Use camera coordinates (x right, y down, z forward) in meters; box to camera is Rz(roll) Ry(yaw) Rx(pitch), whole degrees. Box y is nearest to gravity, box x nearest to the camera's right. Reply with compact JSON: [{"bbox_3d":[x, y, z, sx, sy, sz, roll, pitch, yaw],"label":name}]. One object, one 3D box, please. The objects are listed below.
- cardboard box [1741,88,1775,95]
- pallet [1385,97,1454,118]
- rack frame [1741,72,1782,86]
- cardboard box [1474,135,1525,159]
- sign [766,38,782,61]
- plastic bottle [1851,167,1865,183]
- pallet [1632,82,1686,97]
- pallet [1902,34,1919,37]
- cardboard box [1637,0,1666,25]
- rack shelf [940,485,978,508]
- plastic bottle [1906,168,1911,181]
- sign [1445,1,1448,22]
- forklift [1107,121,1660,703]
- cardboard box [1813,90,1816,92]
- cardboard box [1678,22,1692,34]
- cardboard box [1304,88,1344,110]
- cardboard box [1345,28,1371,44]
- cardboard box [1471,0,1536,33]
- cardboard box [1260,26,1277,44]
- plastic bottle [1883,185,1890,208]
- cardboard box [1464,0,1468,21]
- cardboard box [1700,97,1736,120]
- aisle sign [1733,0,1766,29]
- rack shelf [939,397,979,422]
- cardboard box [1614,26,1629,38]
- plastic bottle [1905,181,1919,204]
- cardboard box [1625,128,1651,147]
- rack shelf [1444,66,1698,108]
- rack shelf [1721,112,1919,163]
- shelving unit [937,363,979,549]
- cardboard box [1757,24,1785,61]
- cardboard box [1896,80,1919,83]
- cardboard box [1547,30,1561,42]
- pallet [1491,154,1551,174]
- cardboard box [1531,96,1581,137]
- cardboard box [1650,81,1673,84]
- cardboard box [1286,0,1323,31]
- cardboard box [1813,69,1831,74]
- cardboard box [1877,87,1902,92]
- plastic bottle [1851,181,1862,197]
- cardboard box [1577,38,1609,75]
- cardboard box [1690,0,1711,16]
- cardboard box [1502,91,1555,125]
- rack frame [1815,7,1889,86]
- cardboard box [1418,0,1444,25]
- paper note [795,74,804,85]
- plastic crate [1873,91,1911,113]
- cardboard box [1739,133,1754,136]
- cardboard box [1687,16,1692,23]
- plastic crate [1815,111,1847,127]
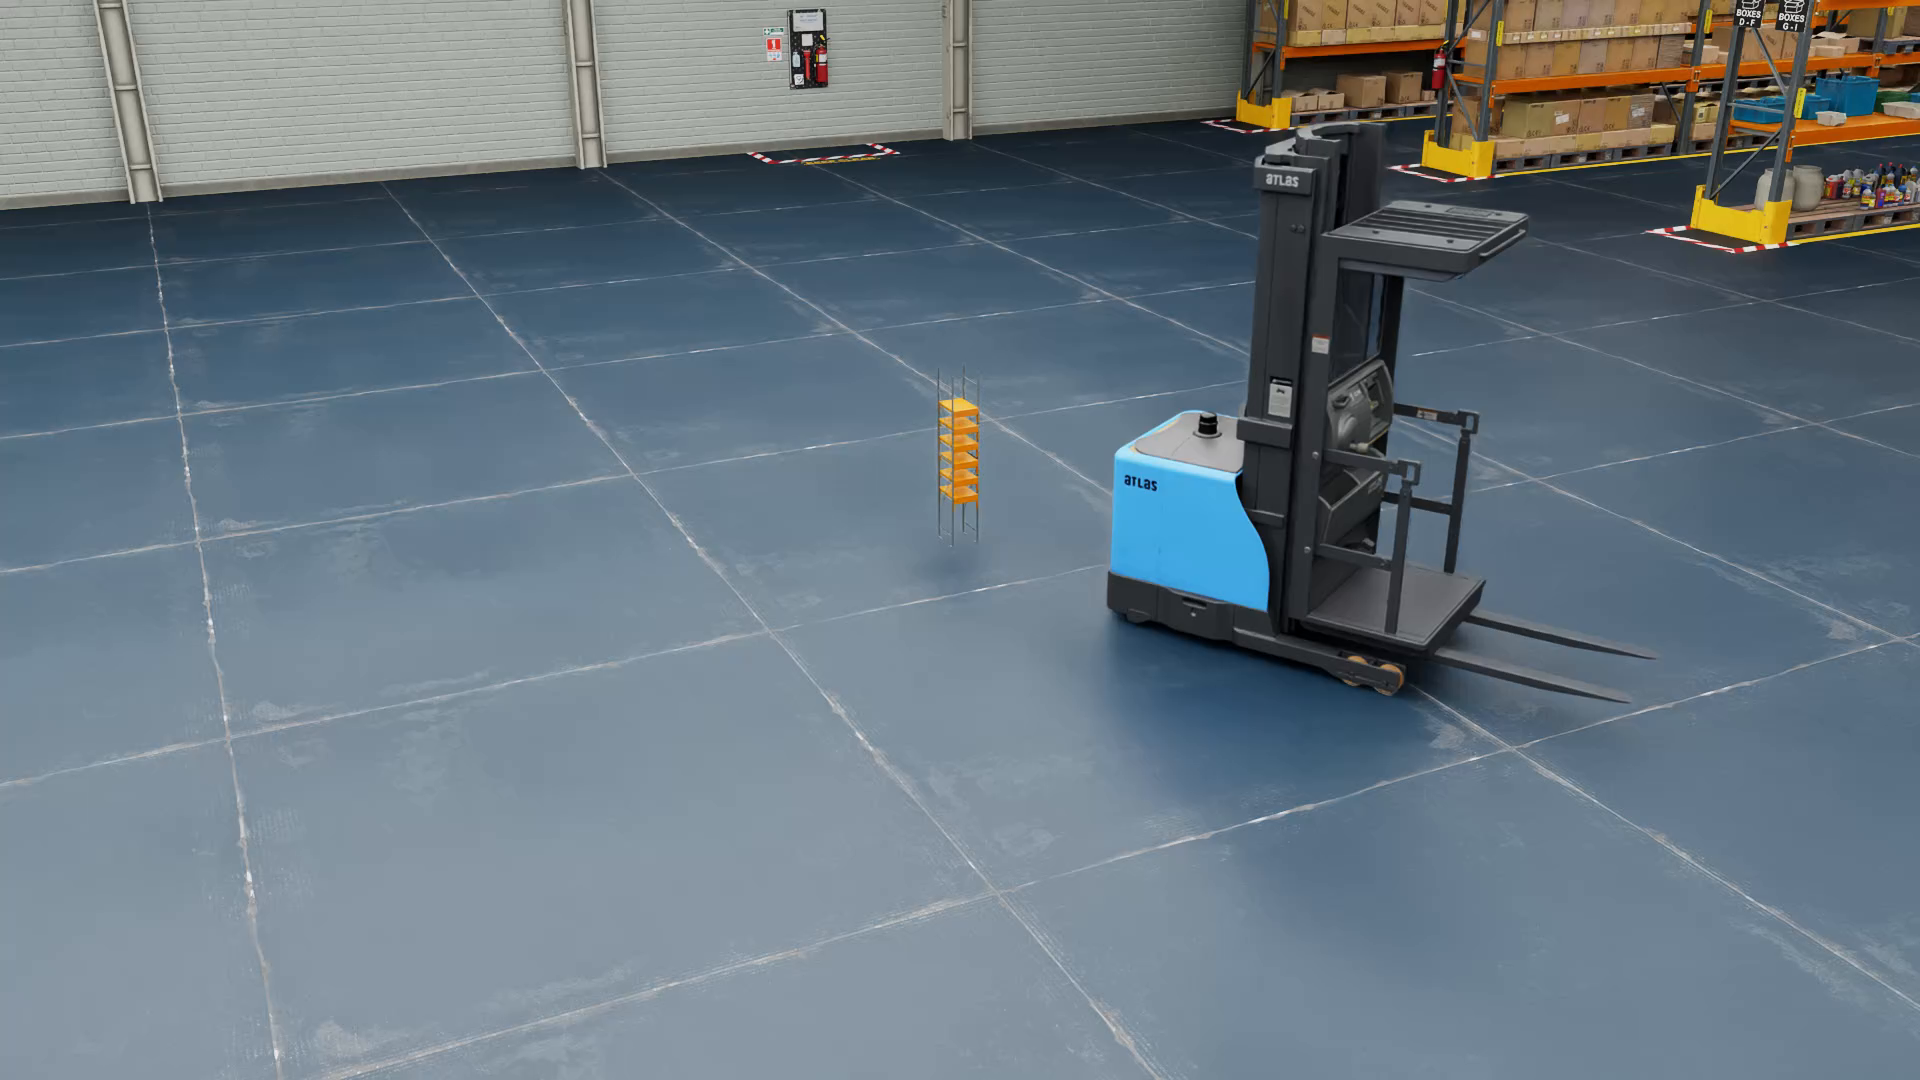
[{"bbox_3d":[12.935,-7.136,26.879,0.500,0.311,0.500,-11,25,-25],"label":"cardboard box"},{"bbox_3d":[8.118,-7.744,29.681,1.213,0.211,1.003,-10,25,-24],"label":"pallet"},{"bbox_3d":[15.917,-10.483,32.652,0.127,3.000,1.000,-10,25,-24],"label":"rack frame"},{"bbox_3d":[7.835,-5.721,24.196,0.500,0.250,0.500,-10,25,-24],"label":"cardboard box"},{"bbox_3d":[-2.833,-7.475,25.338,0.234,0.329,0.001,-10,25,-24],"label":"sign"},{"bbox_3d":[11.545,-4.628,21.397,0.185,0.351,0.144,-11,25,-24],"label":"plastic bottle"},{"bbox_3d":[13.056,-8.635,31.836,1.213,0.211,1.003,-10,25,-24],"label":"pallet"},{"bbox_3d":[16.215,-8.348,27.746,1.213,0.211,1.003,-10,25,-24],"label":"pallet"},{"bbox_3d":[10.008,-7.935,24.670,0.500,0.500,0.700,-10,25,-24],"label":"cardboard box"},{"bbox_3d":[-0.013,-0.289,11.124,0.180,0.103,0.258,-10,25,-24],"label":"rack shelf"},{"bbox_3d":[12.295,-4.688,21.630,0.133,0.283,0.061,-10,25,-24],"label":"plastic bottle"},{"bbox_3d":[7.033,-7.619,23.911,0.005,0.325,0.100,-10,25,-24],"label":"sign"},{"bbox_3d":[2.403,-0.730,9.180,3.031,2.935,1.130,14,26,31],"label":"forklift"},{"bbox_3d":[14.099,-7.123,26.850,0.500,0.311,0.500,-10,24,-22],"label":"cardboard box"},{"bbox_3d":[10.708,-7.676,24.893,0.250,0.149,0.380,-10,25,-24],"label":"cardboard box"},{"bbox_3d":[6.280,-7.631,28.704,0.500,0.311,0.500,-8,24,-19],"label":"cardboard box"},{"bbox_3d":[6.605,-8.577,28.218,0.500,0.250,0.500,-11,25,-24],"label":"cardboard box"},{"bbox_3d":[7.730,-7.513,23.651,0.500,0.500,0.700,-10,25,-23],"label":"cardboard box"},{"bbox_3d":[5.441,-8.576,28.217,0.500,0.250,0.500,-10,25,-23],"label":"cardboard box"},{"bbox_3d":[11.478,-4.271,20.637,0.097,0.271,0.097,0,22,0],"label":"plastic bottle"},{"bbox_3d":[9.182,-9.478,29.518,0.500,0.500,0.700,-10,25,-23],"label":"cardboard box"},{"bbox_3d":[11.794,-6.696,25.816,0.500,0.311,0.500,-11,25,-24],"label":"cardboard box"},{"bbox_3d":[9.207,-6.369,19.316,0.004,0.787,0.394,-10,25,-24],"label":"aisle sign"},{"bbox_3d":[-0.013,-0.844,10.894,0.180,0.103,0.258,-10,25,-24],"label":"rack shelf"},{"bbox_3d":[9.563,-7.466,24.385,0.250,0.149,0.380,-10,24,-22],"label":"cardboard box"},{"bbox_3d":[11.938,-4.369,20.869,0.135,0.276,0.152,-10,24,-23],"label":"plastic bottle"},{"bbox_3d":[10.082,-6.141,25.209,0.500,0.250,0.500,-10,25,-24],"label":"cardboard box"},{"bbox_3d":[9.058,-6.785,24.660,4.000,0.370,1.077,-10,25,-24],"label":"rack shelf"},{"bbox_3d":[11.203,-5.077,20.534,4.000,0.370,1.077,-10,25,-24],"label":"rack shelf"},{"bbox_3d":[-0.013,-0.552,11.015,0.189,1.200,0.258,-10,25,-24],"label":"shelving unit"},{"bbox_3d":[12.485,-7.787,26.010,0.500,0.500,0.500,-10,25,-24],"label":"cardboard box"},{"bbox_3d":[16.142,-7.572,28.313,0.500,0.500,0.500,-11,25,-26],"label":"cardboard box"},{"bbox_3d":[8.393,-7.249,23.861,0.250,0.149,0.380,-11,25,-24],"label":"cardboard box"},{"bbox_3d":[7.927,-5.638,24.595,1.213,0.211,1.003,-10,25,-24],"label":"pallet"},{"bbox_3d":[8.730,-6.239,24.465,0.500,0.500,0.500,-10,25,-24],"label":"cardboard box"},{"bbox_3d":[13.032,-9.097,31.565,0.750,0.750,0.750,-11,25,-24],"label":"cardboard box"},{"bbox_3d":[5.665,-8.754,27.666,0.500,0.500,0.500,-10,25,-24],"label":"cardboard box"},{"bbox_3d":[17.089,-9.693,33.463,0.500,0.500,0.700,-11,25,-24],"label":"cardboard box"},{"bbox_3d":[14.998,-7.138,27.265,0.500,0.500,0.500,-9,24,-21],"label":"cardboard box"},{"bbox_3d":[11.469,-4.494,21.268,0.097,0.201,0.097,0,22,0],"label":"plastic bottle"},{"bbox_3d":[9.076,-7.162,24.500,0.500,0.500,0.700,-10,24,-22],"label":"cardboard box"},{"bbox_3d":[13.785,-10.170,31.351,0.500,0.500,0.500,-11,25,-24],"label":"cardboard box"},{"bbox_3d":[8.505,-6.418,24.898,0.500,0.500,0.500,-10,25,-24],"label":"cardboard box"},{"bbox_3d":[14.464,-8.112,26.926,0.127,3.000,1.000,-10,25,-24],"label":"rack frame"},{"bbox_3d":[7.969,-9.172,28.676,0.500,0.500,0.500,-11,25,-24],"label":"cardboard box"},{"bbox_3d":[-2.479,-7.102,25.636,0.142,0.148,0.016,-10,25,-24],"label":"paper note"},{"bbox_3d":[11.659,-5.516,20.930,0.662,0.188,0.450,-10,25,-24],"label":"plastic crate"},{"bbox_3d":[12.258,-6.525,26.138,0.500,0.250,0.500,-11,25,-25],"label":"cardboard box"},{"bbox_3d":[13.620,-9.871,31.477,0.250,0.149,0.380,-10,24,-22],"label":"cardboard box"},{"bbox_3d":[10.347,-4.994,19.736,0.250,0.136,0.298,-10,25,-24],"label":"plastic crate"}]
